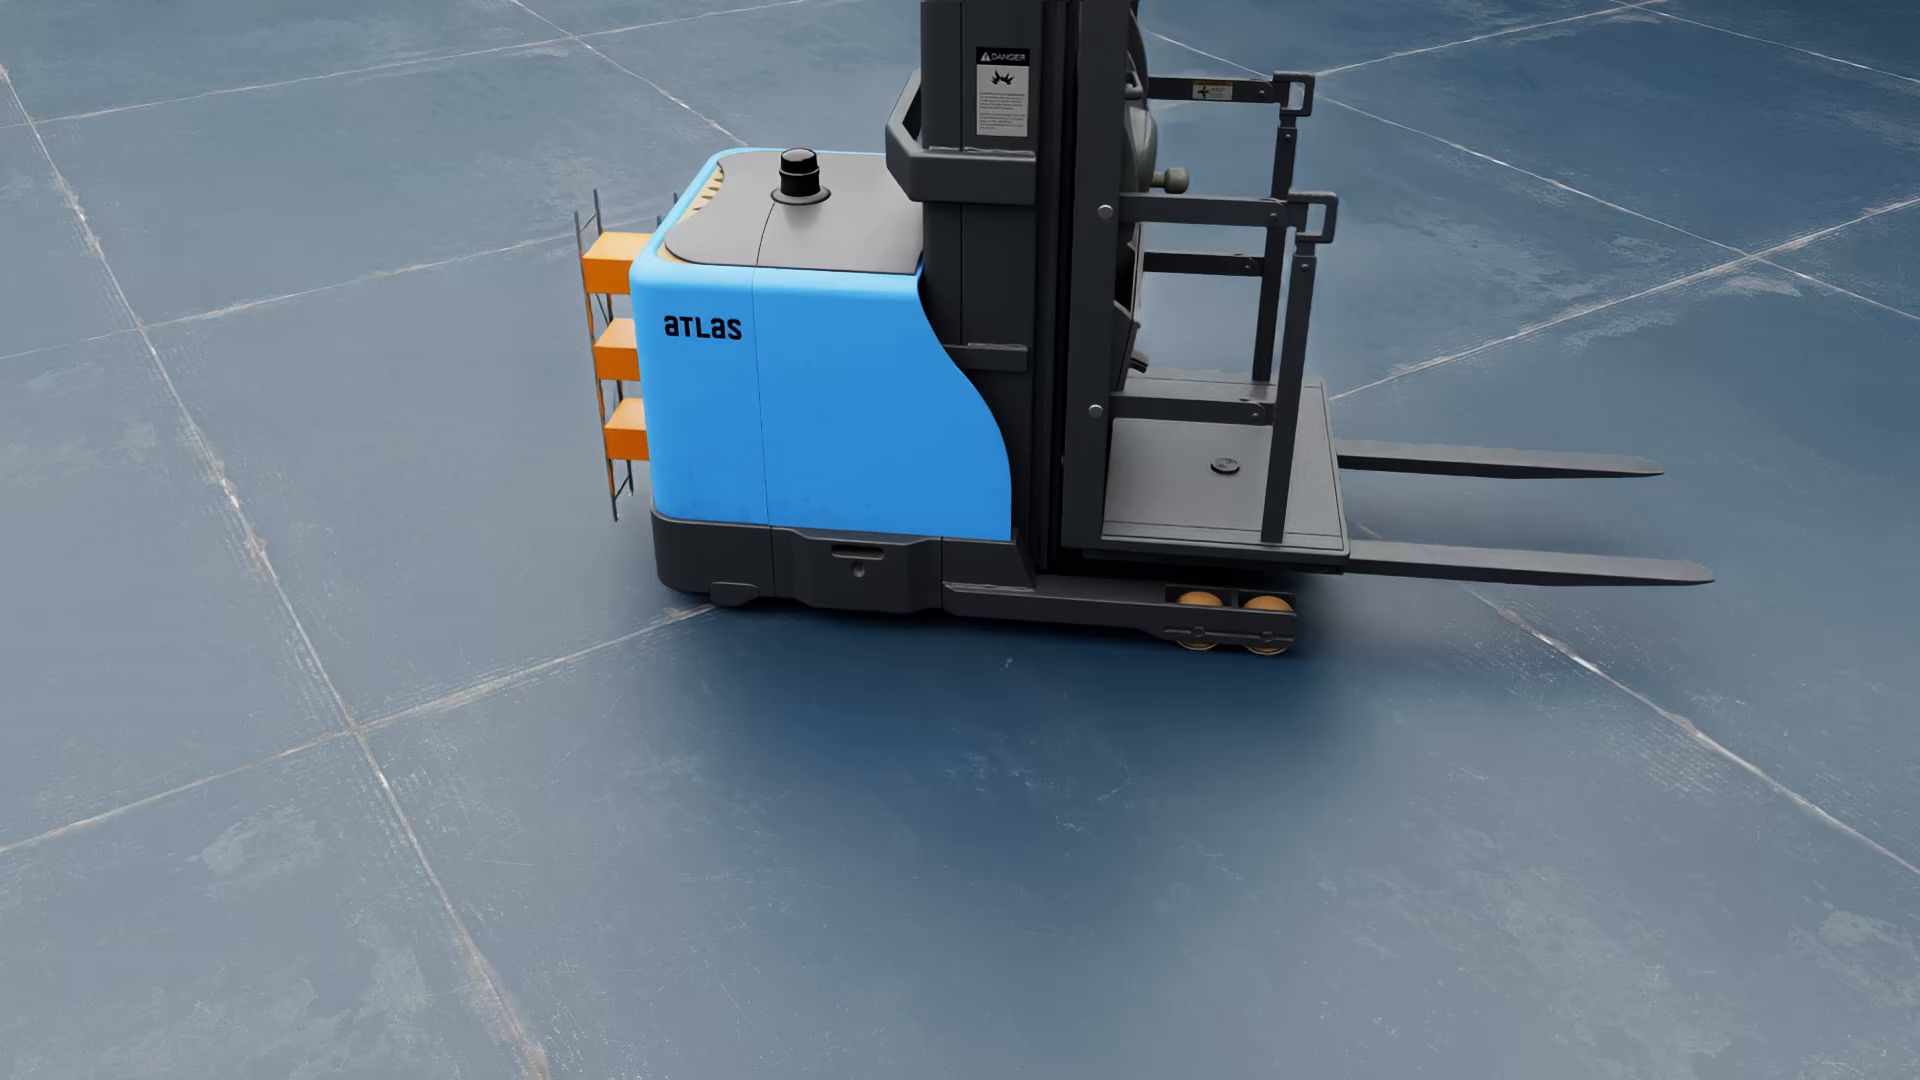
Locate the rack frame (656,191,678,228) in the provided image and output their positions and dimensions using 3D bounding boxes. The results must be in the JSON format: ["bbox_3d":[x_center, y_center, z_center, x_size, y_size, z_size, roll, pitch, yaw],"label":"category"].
[{"bbox_3d":[-0.853,-0.536,5.116,0.008,1.050,0.200,4,32,6],"label":"rack frame"}]

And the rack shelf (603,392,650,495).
[{"bbox_3d":[-0.974,-0.300,5.283,0.240,0.259,0.215,4,32,6],"label":"rack shelf"}]

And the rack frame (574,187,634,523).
[{"bbox_3d":[-1.095,-0.552,5.141,0.008,1.050,0.200,4,32,6],"label":"rack frame"}]

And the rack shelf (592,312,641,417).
[{"bbox_3d":[-0.974,-0.535,5.134,0.240,0.259,0.215,4,32,6],"label":"rack shelf"}]

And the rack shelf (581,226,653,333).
[{"bbox_3d":[-0.974,-0.775,4.983,0.240,0.259,0.215,4,32,6],"label":"rack shelf"}]

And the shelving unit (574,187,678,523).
[{"bbox_3d":[-0.974,-0.544,5.129,0.252,1.050,0.215,4,32,6],"label":"shelving unit"}]

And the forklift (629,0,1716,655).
[{"bbox_3d":[0.654,-1.214,4.427,3.031,2.935,1.130,4,32,6],"label":"forklift"}]
